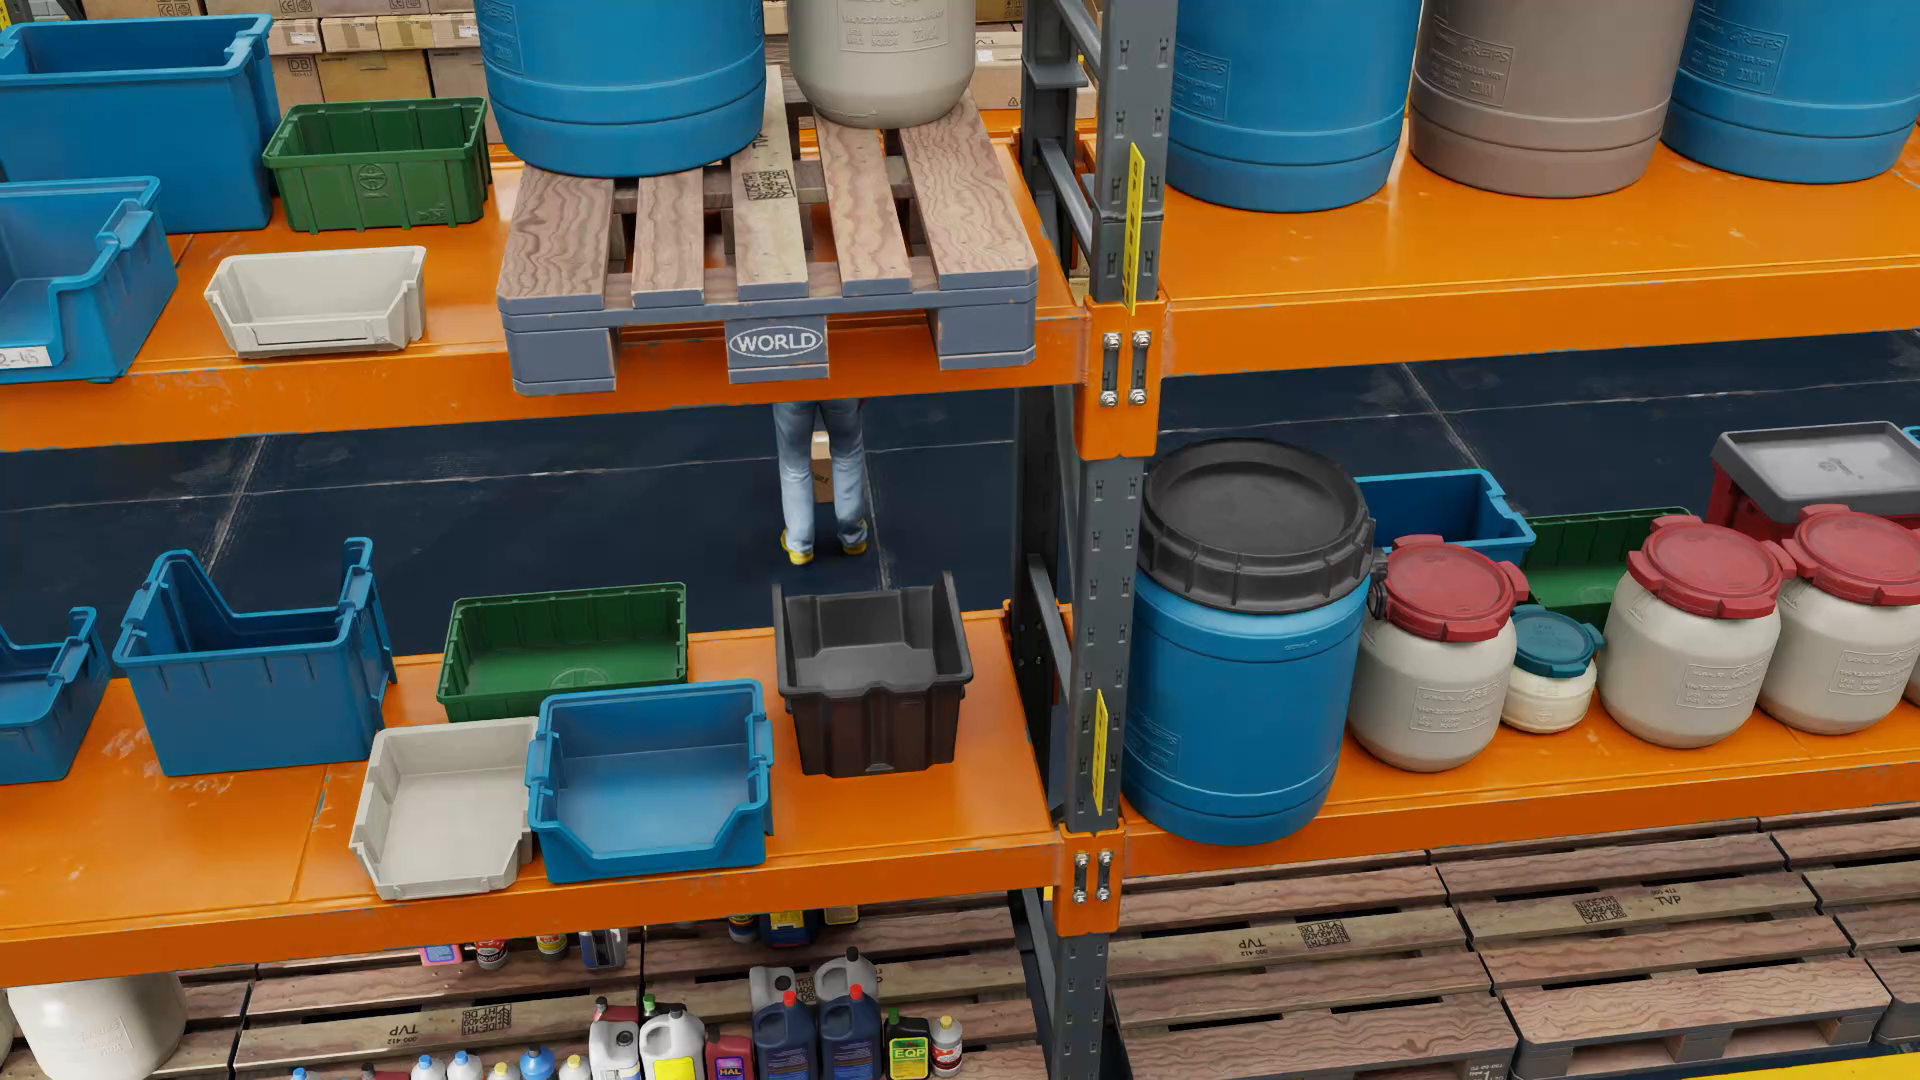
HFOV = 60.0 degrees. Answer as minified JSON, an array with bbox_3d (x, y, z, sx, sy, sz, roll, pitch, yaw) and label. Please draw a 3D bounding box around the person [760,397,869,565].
[{"bbox_3d":[-0.633,-0.702,7.153,0.565,1.771,0.373,-4,35,-5],"label":"person"}]
